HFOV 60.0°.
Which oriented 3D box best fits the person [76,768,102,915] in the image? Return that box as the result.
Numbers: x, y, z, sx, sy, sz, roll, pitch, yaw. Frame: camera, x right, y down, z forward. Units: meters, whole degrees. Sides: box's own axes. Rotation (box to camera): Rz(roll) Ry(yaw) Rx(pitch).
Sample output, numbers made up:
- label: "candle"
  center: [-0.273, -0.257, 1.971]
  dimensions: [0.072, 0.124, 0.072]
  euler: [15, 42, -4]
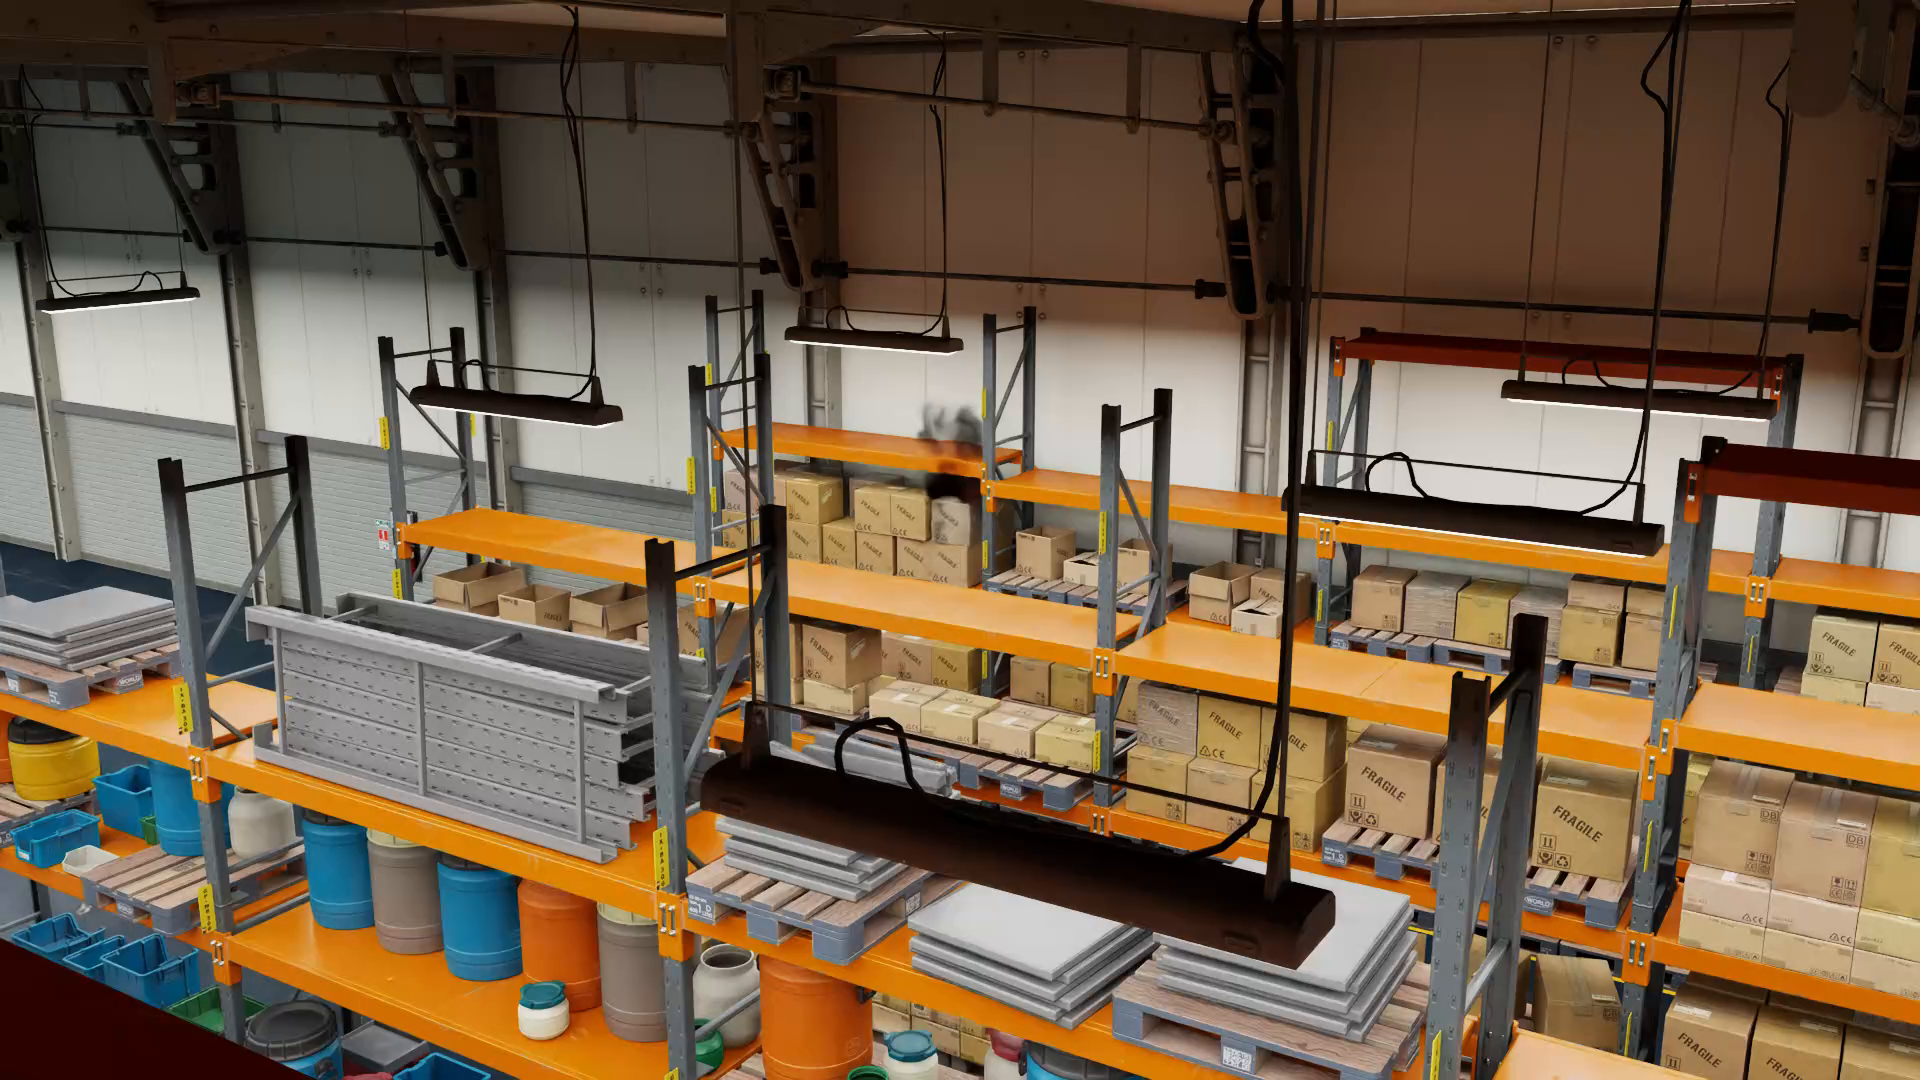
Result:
- label: "person"
  center: [-8.939, 3.088, 17.448]
  dimensions: [0.848, 1.633, 0.546]
  euler: [-7, 16, -27]
